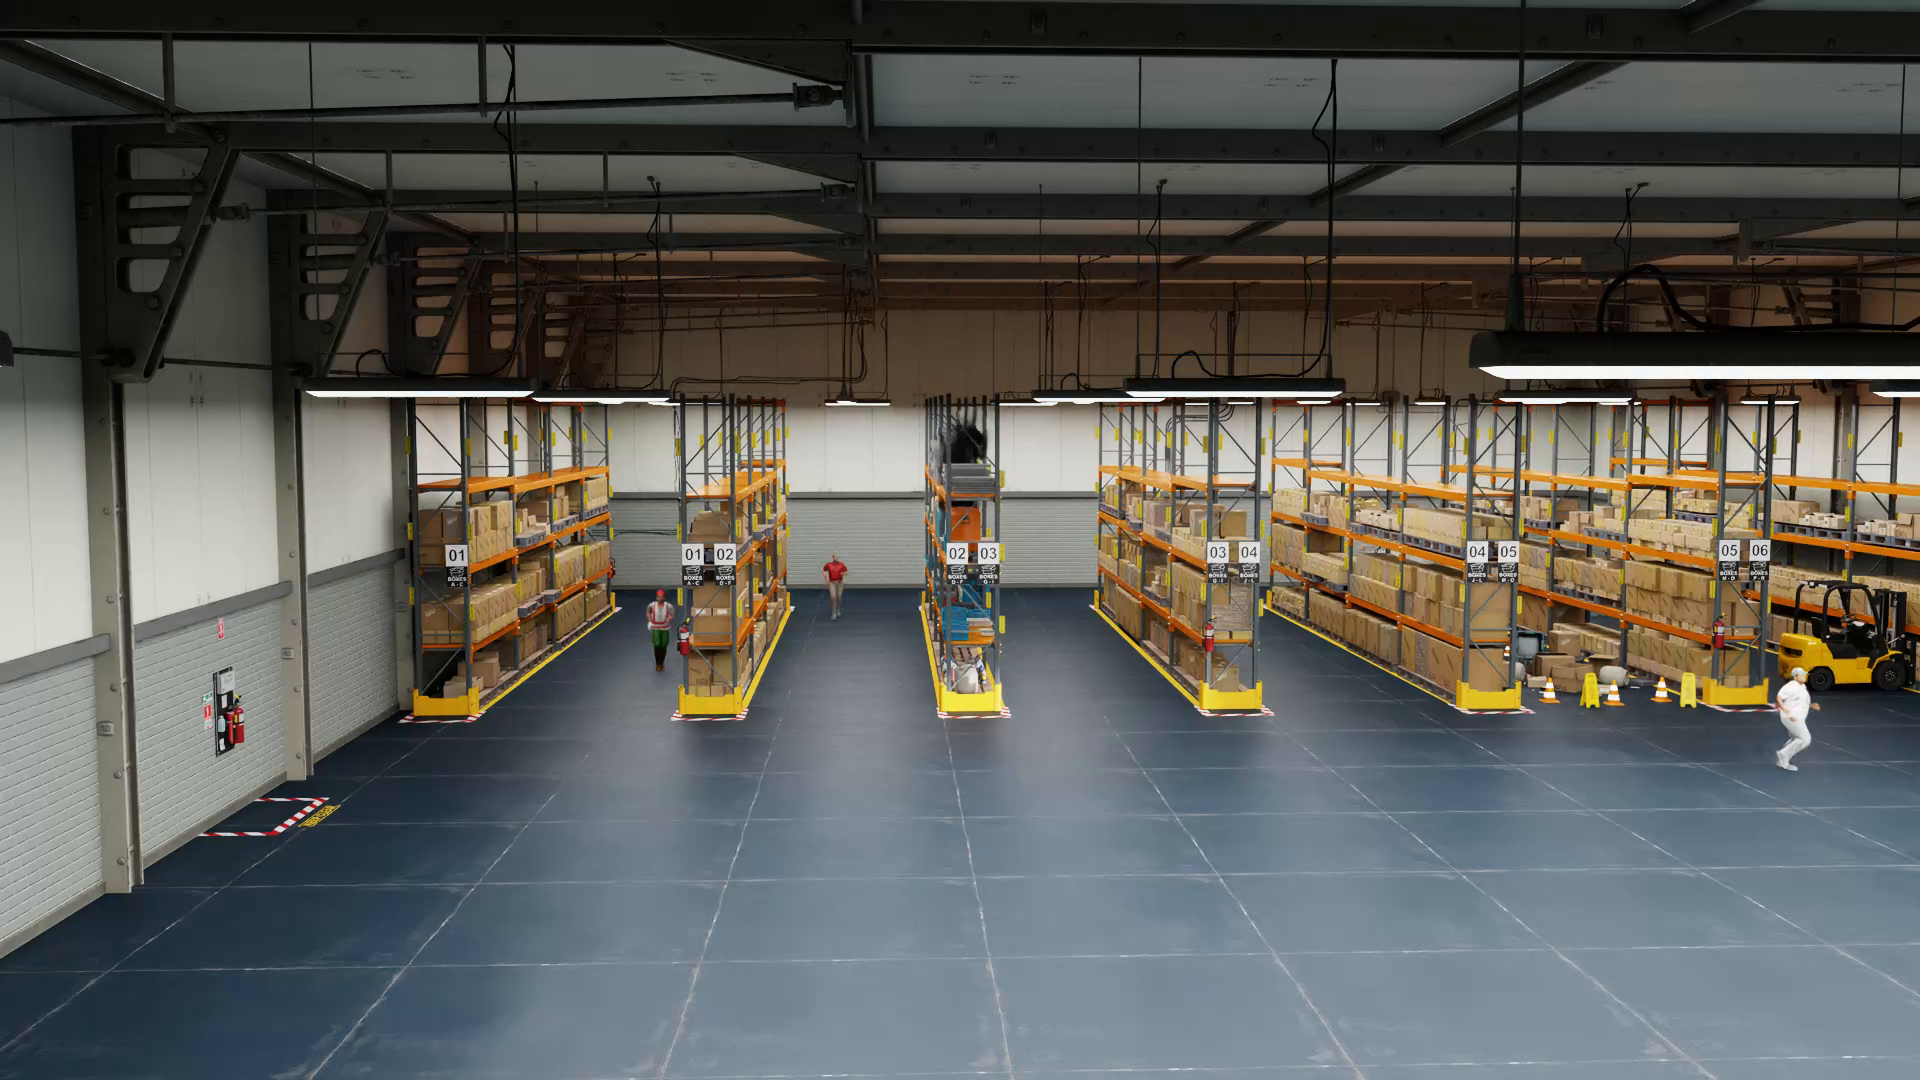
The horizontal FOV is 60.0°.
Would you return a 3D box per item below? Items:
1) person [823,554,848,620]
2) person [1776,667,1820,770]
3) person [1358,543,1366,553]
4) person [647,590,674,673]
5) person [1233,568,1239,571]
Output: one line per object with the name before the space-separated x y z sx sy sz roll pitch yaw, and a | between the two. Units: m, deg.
person | -3.385 1.258 45.524 0.657 1.775 0.841 -1 5 -17
person | 13.265 2.833 26.307 0.574 1.621 0.588 4 6 43
person | 11.879 1.064 49.261 0.654 1.546 0.693 0 5 1
person | -6.522 1.979 36.298 0.565 1.809 0.838 -1 5 -17
person | 7.688 1.180 46.933 0.672 1.757 0.775 1 5 14
